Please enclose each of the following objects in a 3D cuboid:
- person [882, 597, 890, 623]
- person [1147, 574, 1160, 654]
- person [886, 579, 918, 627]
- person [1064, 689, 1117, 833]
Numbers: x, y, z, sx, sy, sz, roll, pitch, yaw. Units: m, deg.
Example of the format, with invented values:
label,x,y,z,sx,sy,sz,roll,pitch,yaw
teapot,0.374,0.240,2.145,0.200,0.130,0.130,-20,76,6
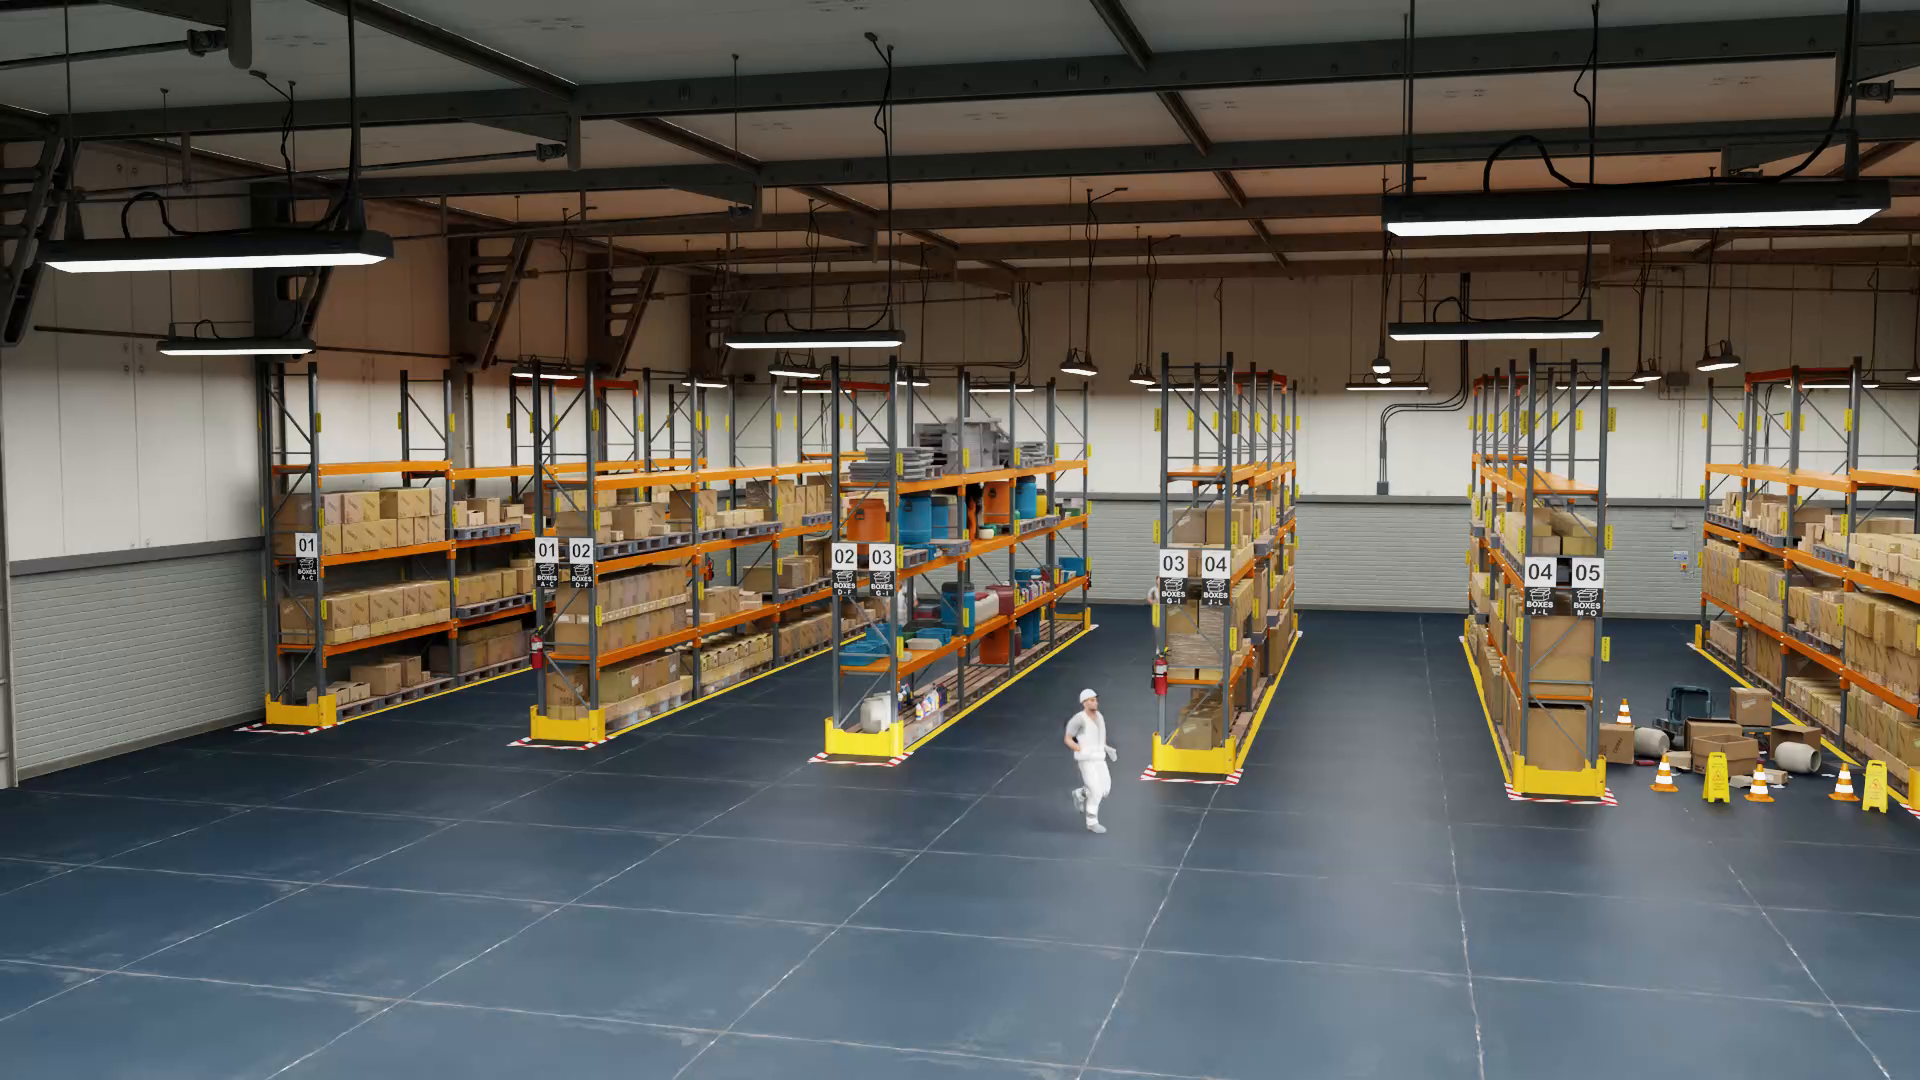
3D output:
label,x,y,z,sx,sy,sz,roll,pitch,yaw
person,-1.399,1.522,36.241,0.681,1.631,0.946,1,4,13
person,4.084,1.544,33.824,0.566,1.726,0.807,1,4,10
person,-1.197,1.553,32.753,0.638,1.798,0.559,1,4,16
person,1.558,2.699,20.477,0.656,1.745,0.615,-4,6,-44
